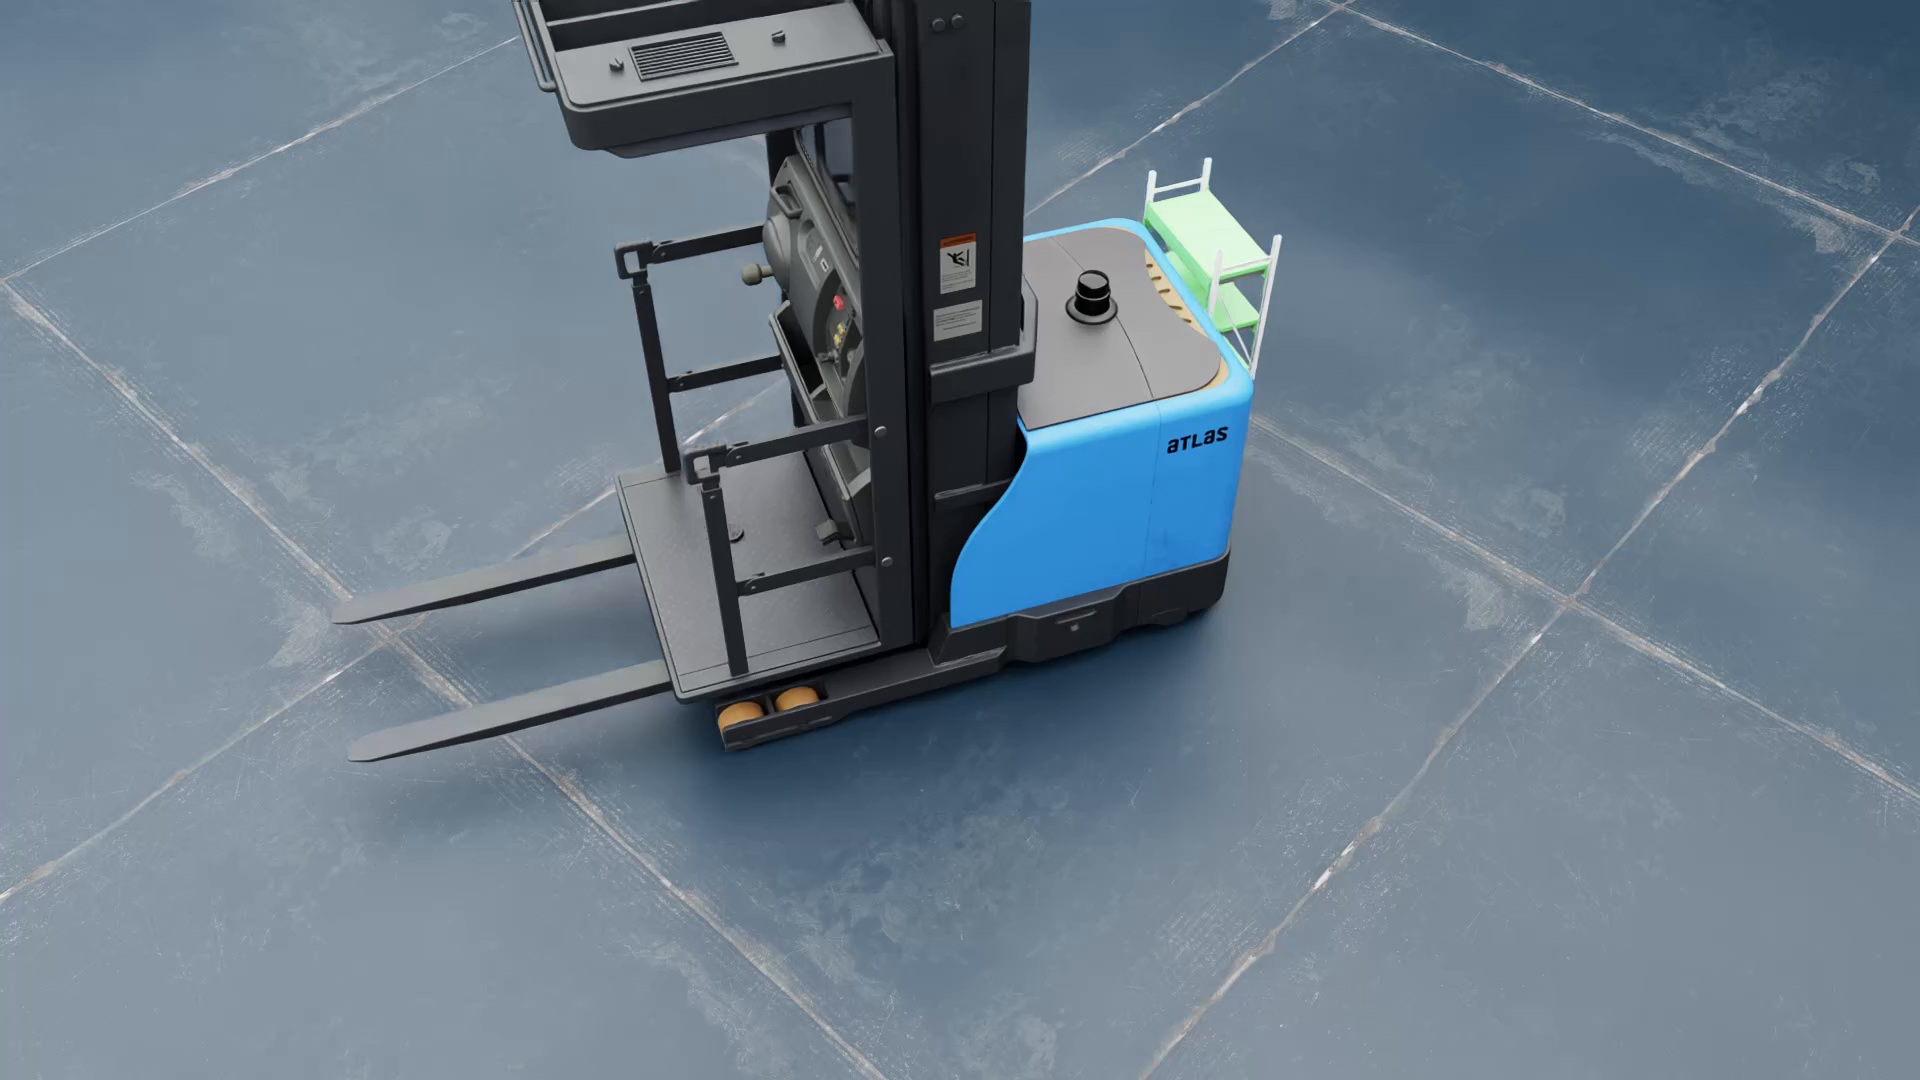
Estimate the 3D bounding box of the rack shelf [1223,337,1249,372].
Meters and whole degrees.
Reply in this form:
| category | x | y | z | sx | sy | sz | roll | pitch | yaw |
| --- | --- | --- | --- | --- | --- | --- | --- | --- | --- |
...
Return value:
| category | x | y | z | sx | sy | sz | roll | pitch | yaw |
| --- | --- | --- | --- | --- | --- | --- | --- | --- | --- |
| rack shelf | 0.854 | -0.690 | 6.159 | 0.258 | 0.148 | 0.480 | -16 | 49 | -16 |

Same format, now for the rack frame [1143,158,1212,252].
| category | x | y | z | sx | sy | sz | roll | pitch | yaw |
| --- | --- | --- | --- | --- | --- | --- | --- | --- | --- |
| rack frame | 0.762 | -0.899 | 6.267 | 0.240 | 1.200 | 0.015 | -16 | 49 | -16 |

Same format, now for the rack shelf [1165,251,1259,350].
| category | x | y | z | sx | sy | sz | roll | pitch | yaw |
| --- | --- | --- | --- | --- | --- | --- | --- | --- | --- |
| rack shelf | 0.859 | -0.856 | 5.985 | 0.258 | 0.148 | 0.480 | -16 | 49 | -16 |

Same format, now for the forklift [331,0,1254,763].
| category | x | y | z | sx | sy | sz | roll | pitch | yaw |
| --- | --- | --- | --- | --- | --- | --- | --- | --- | --- |
| forklift | -0.624 | -0.738 | 4.933 | 3.031 | 2.935 | 1.130 | -14 | 48 | -13 |

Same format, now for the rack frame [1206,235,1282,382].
| category | x | y | z | sx | sy | sz | roll | pitch | yaw |
| --- | --- | --- | --- | --- | --- | --- | --- | --- | --- |
| rack frame | 0.949 | -0.570 | 5.958 | 0.240 | 1.200 | 0.015 | -16 | 49 | -16 |

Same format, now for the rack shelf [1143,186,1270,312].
| category | x | y | z | sx | sy | sz | roll | pitch | yaw |
| --- | --- | --- | --- | --- | --- | --- | --- | --- | --- |
| rack shelf | 0.864 | -1.022 | 5.812 | 0.258 | 0.148 | 0.480 | -16 | 49 | -16 |

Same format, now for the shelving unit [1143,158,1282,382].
| category | x | y | z | sx | sy | sz | roll | pitch | yaw |
| --- | --- | --- | --- | --- | --- | --- | --- | --- | --- |
| shelving unit | 0.855 | -0.734 | 6.112 | 0.258 | 1.200 | 0.503 | -16 | 49 | -16 |
